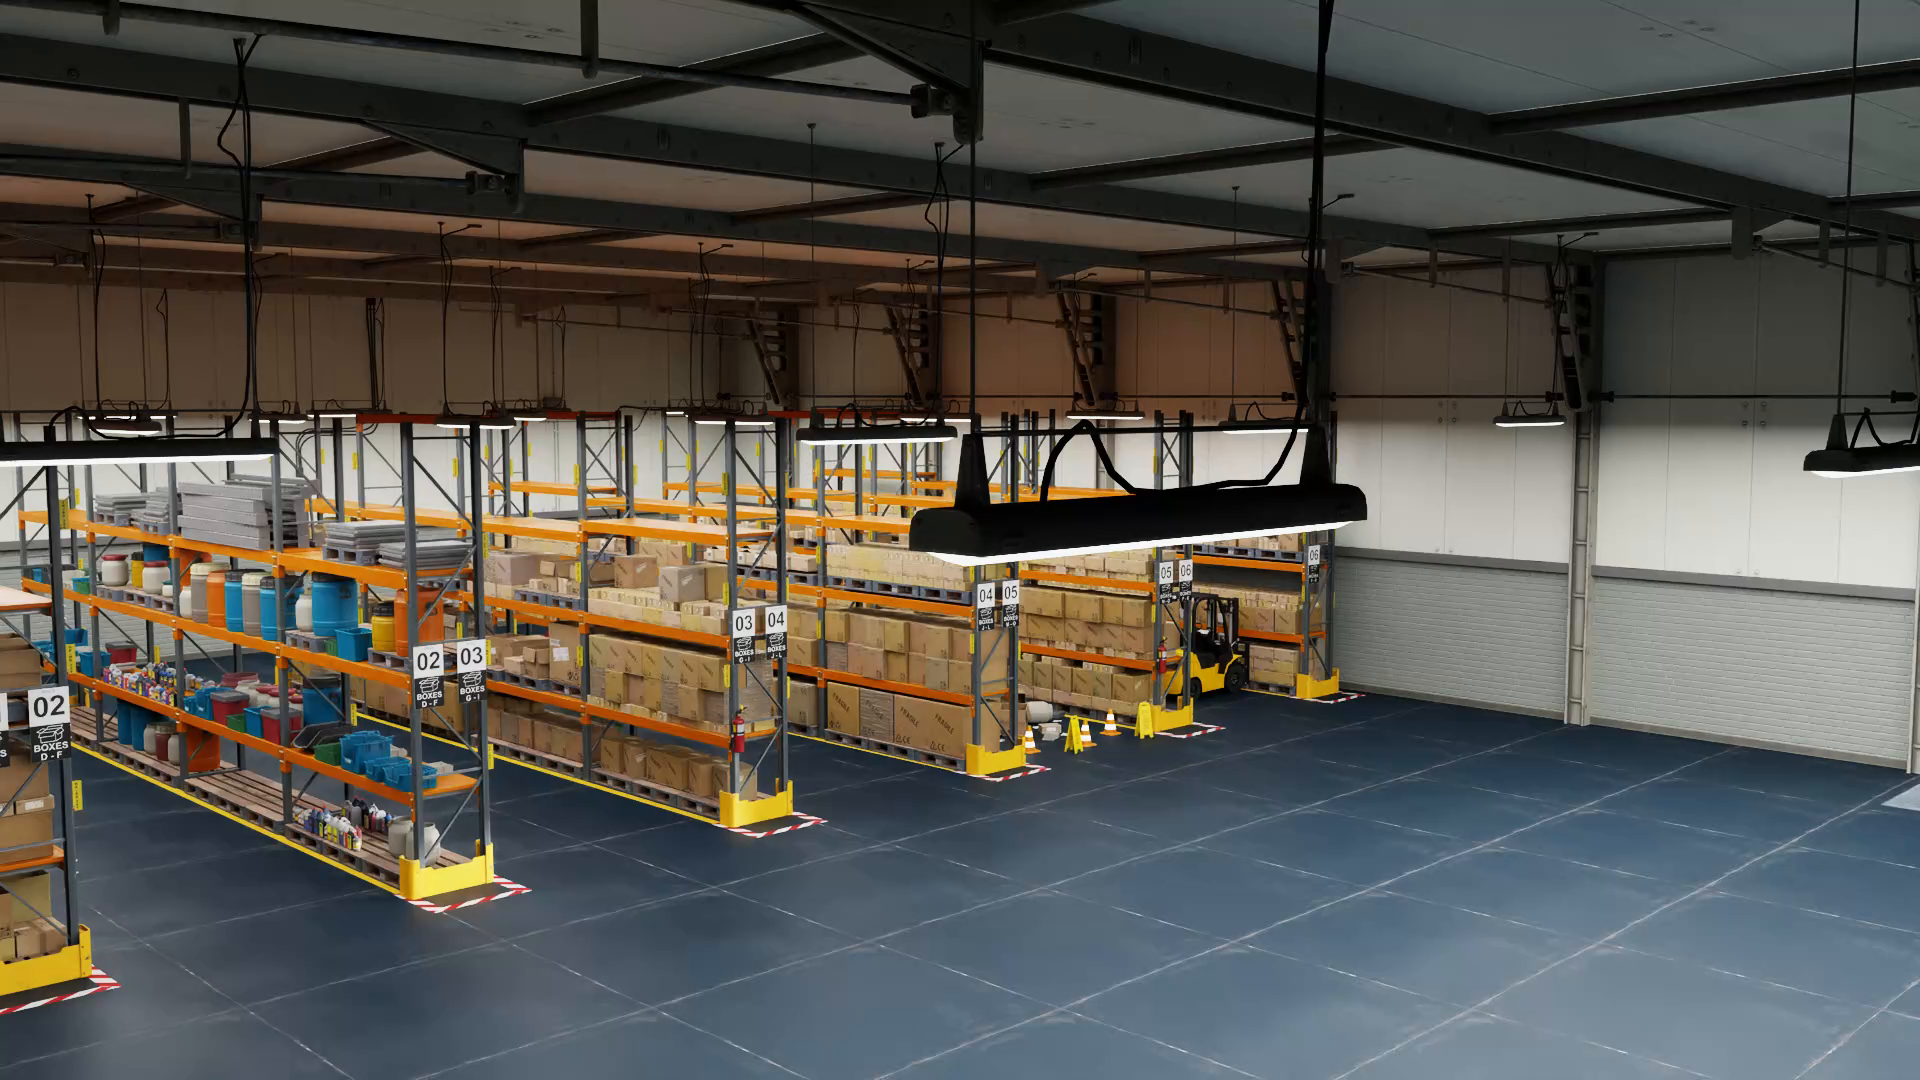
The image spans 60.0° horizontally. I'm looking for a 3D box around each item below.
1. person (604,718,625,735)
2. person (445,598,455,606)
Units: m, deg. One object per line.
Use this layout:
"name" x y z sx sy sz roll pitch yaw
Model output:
"person" -6.314 2.816 30.871 0.763 1.713 0.664 3 6 30
"person" -11.705 2.177 38.173 0.551 1.750 0.806 -3 6 -27
